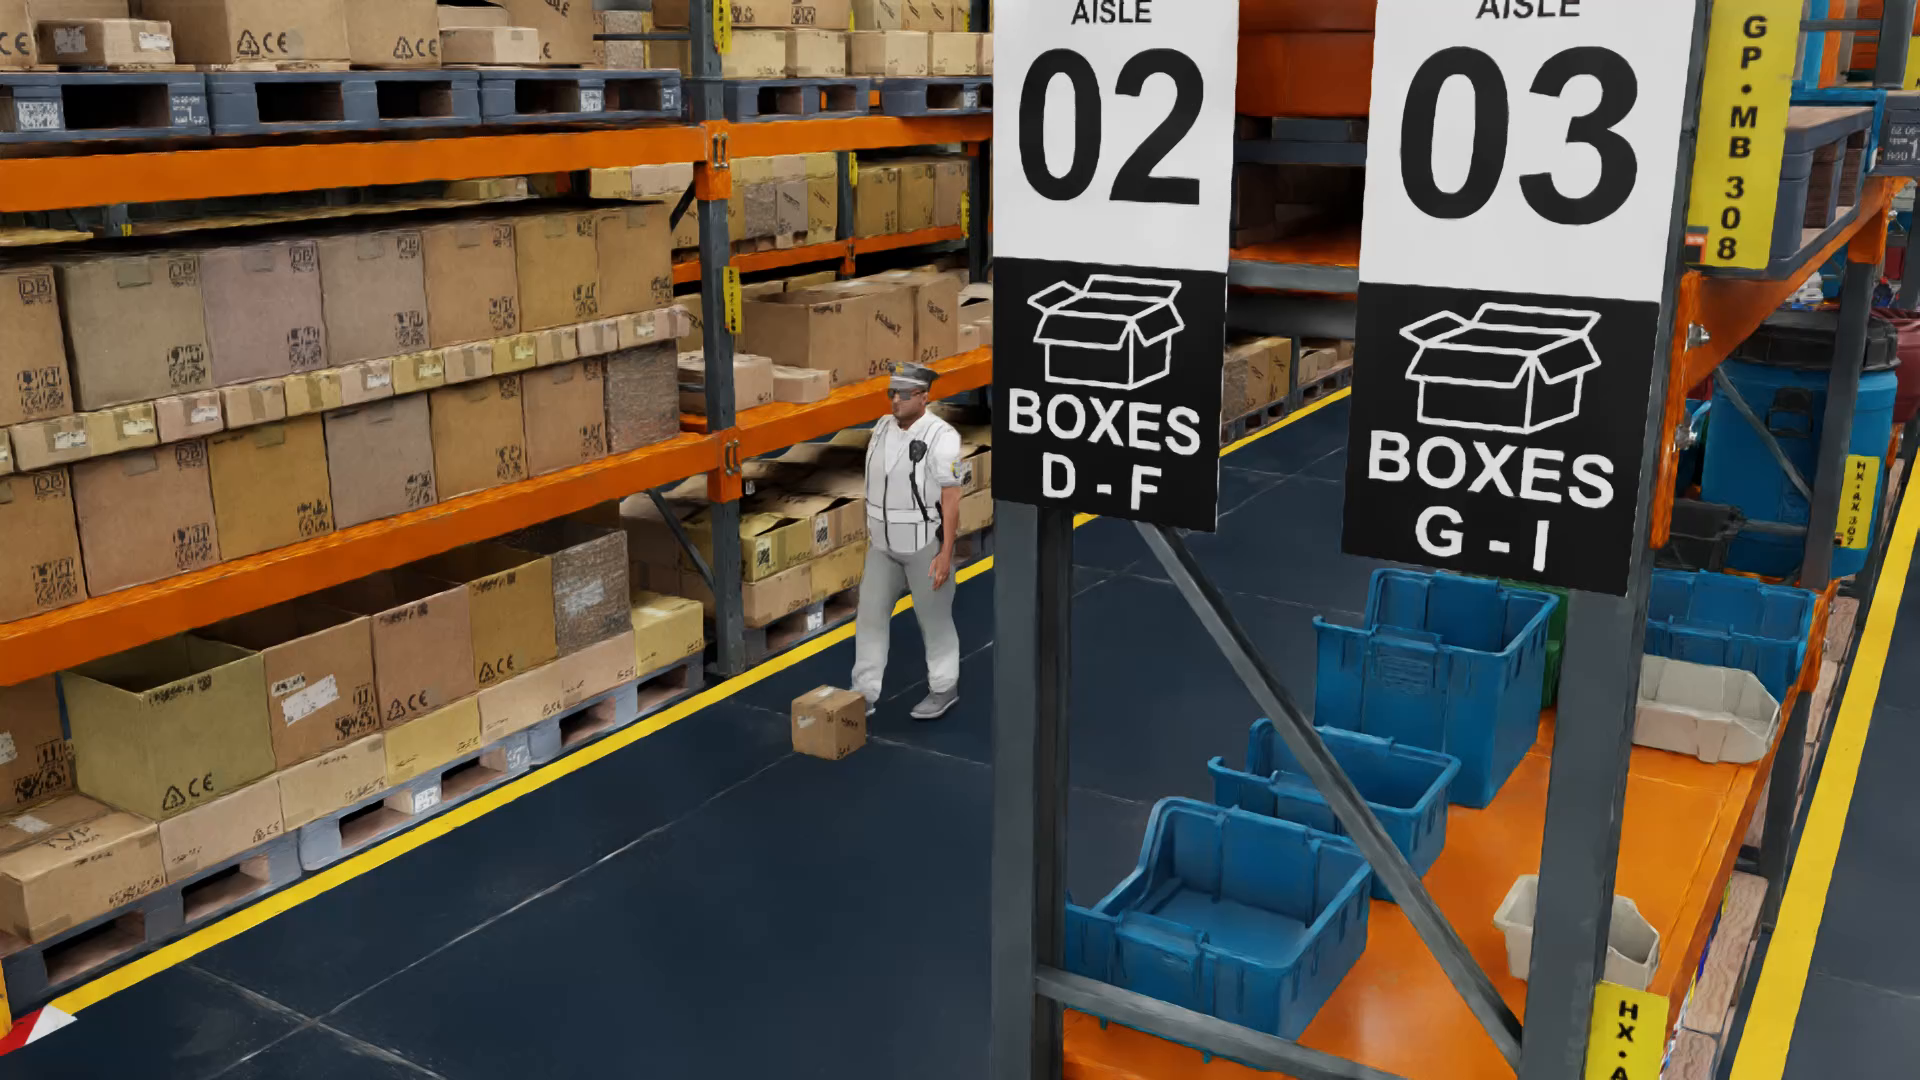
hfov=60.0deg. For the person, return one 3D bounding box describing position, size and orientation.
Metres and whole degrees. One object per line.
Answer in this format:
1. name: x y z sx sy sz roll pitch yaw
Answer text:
1. person: -0.291 0.029 7.868 0.539 1.760 0.683 10 19 32
